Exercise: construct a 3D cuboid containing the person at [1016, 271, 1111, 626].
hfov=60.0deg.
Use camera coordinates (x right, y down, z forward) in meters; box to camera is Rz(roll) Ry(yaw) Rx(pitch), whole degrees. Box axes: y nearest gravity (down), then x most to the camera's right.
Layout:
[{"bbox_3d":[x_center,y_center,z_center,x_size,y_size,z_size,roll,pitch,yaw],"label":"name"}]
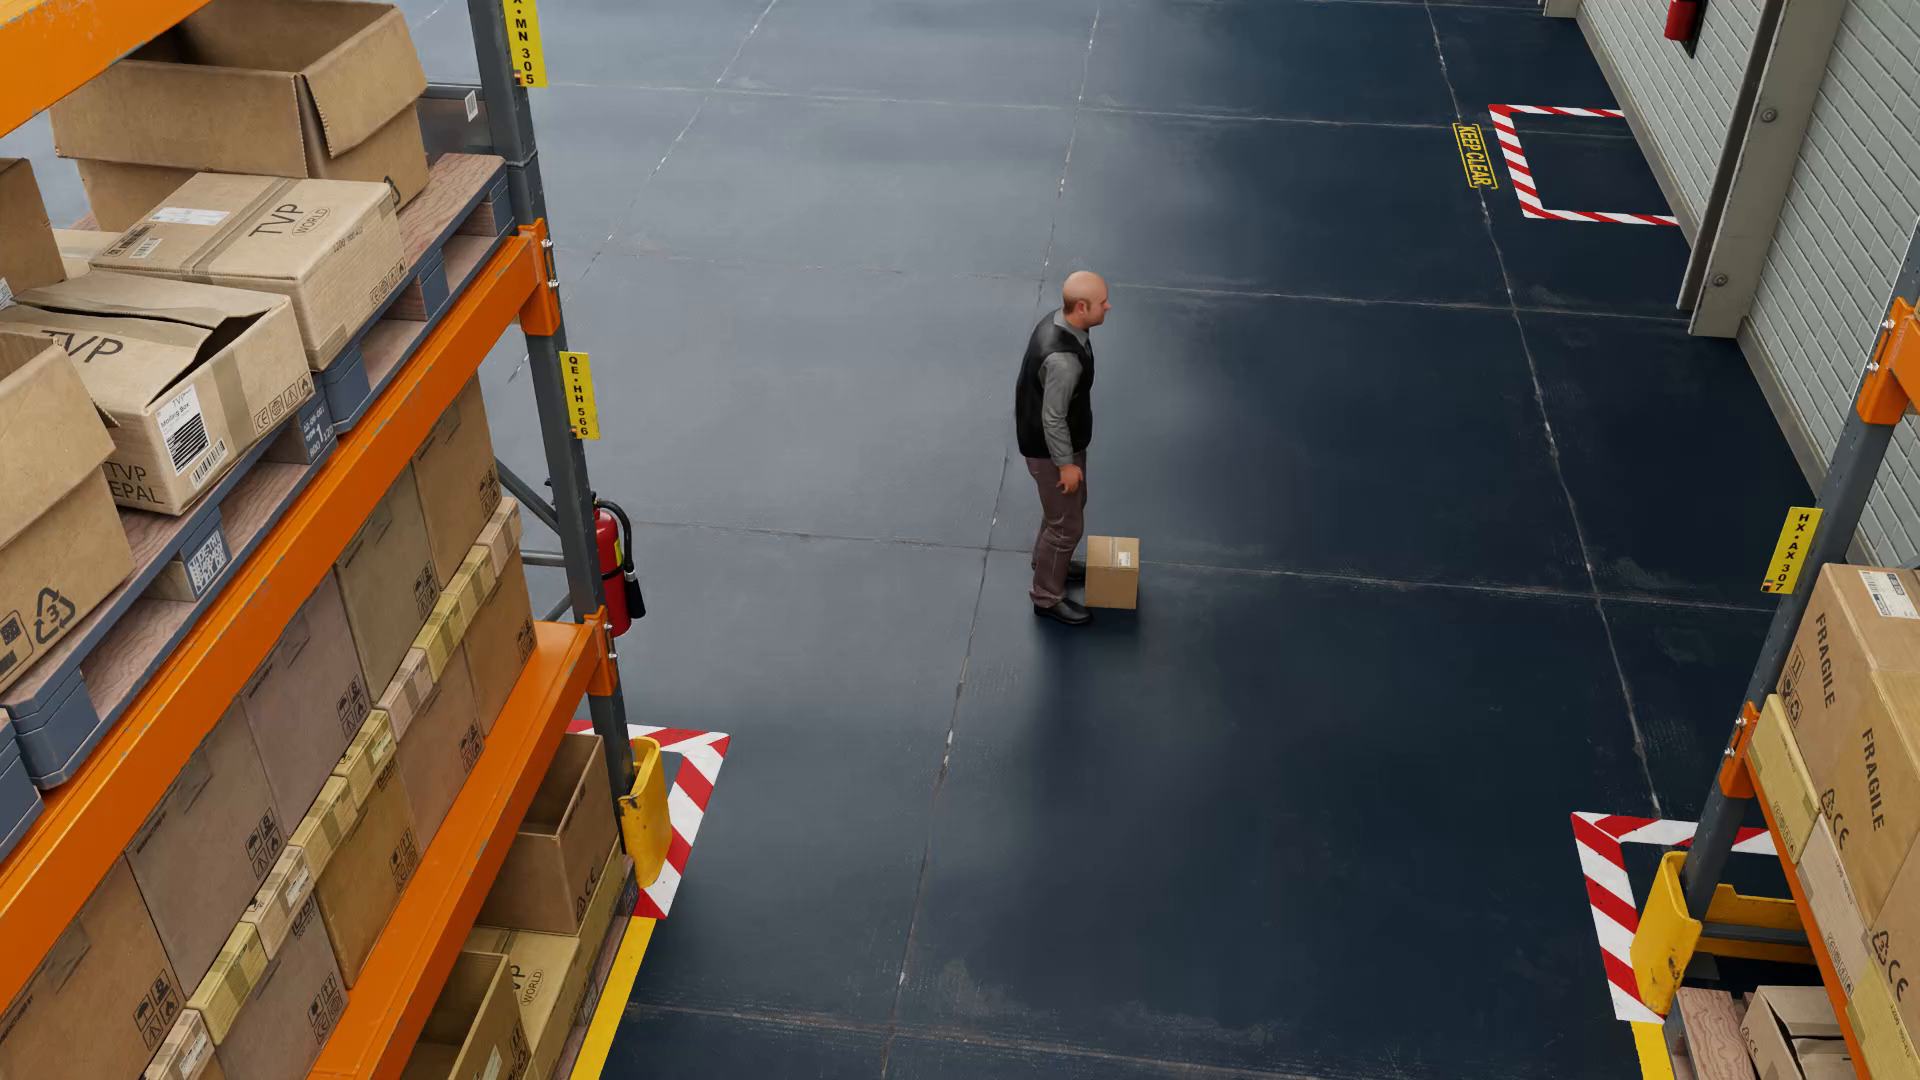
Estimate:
[{"bbox_3d":[0.461,-0.410,7.714,0.415,1.619,0.580,4,36,6],"label":"person"}]
